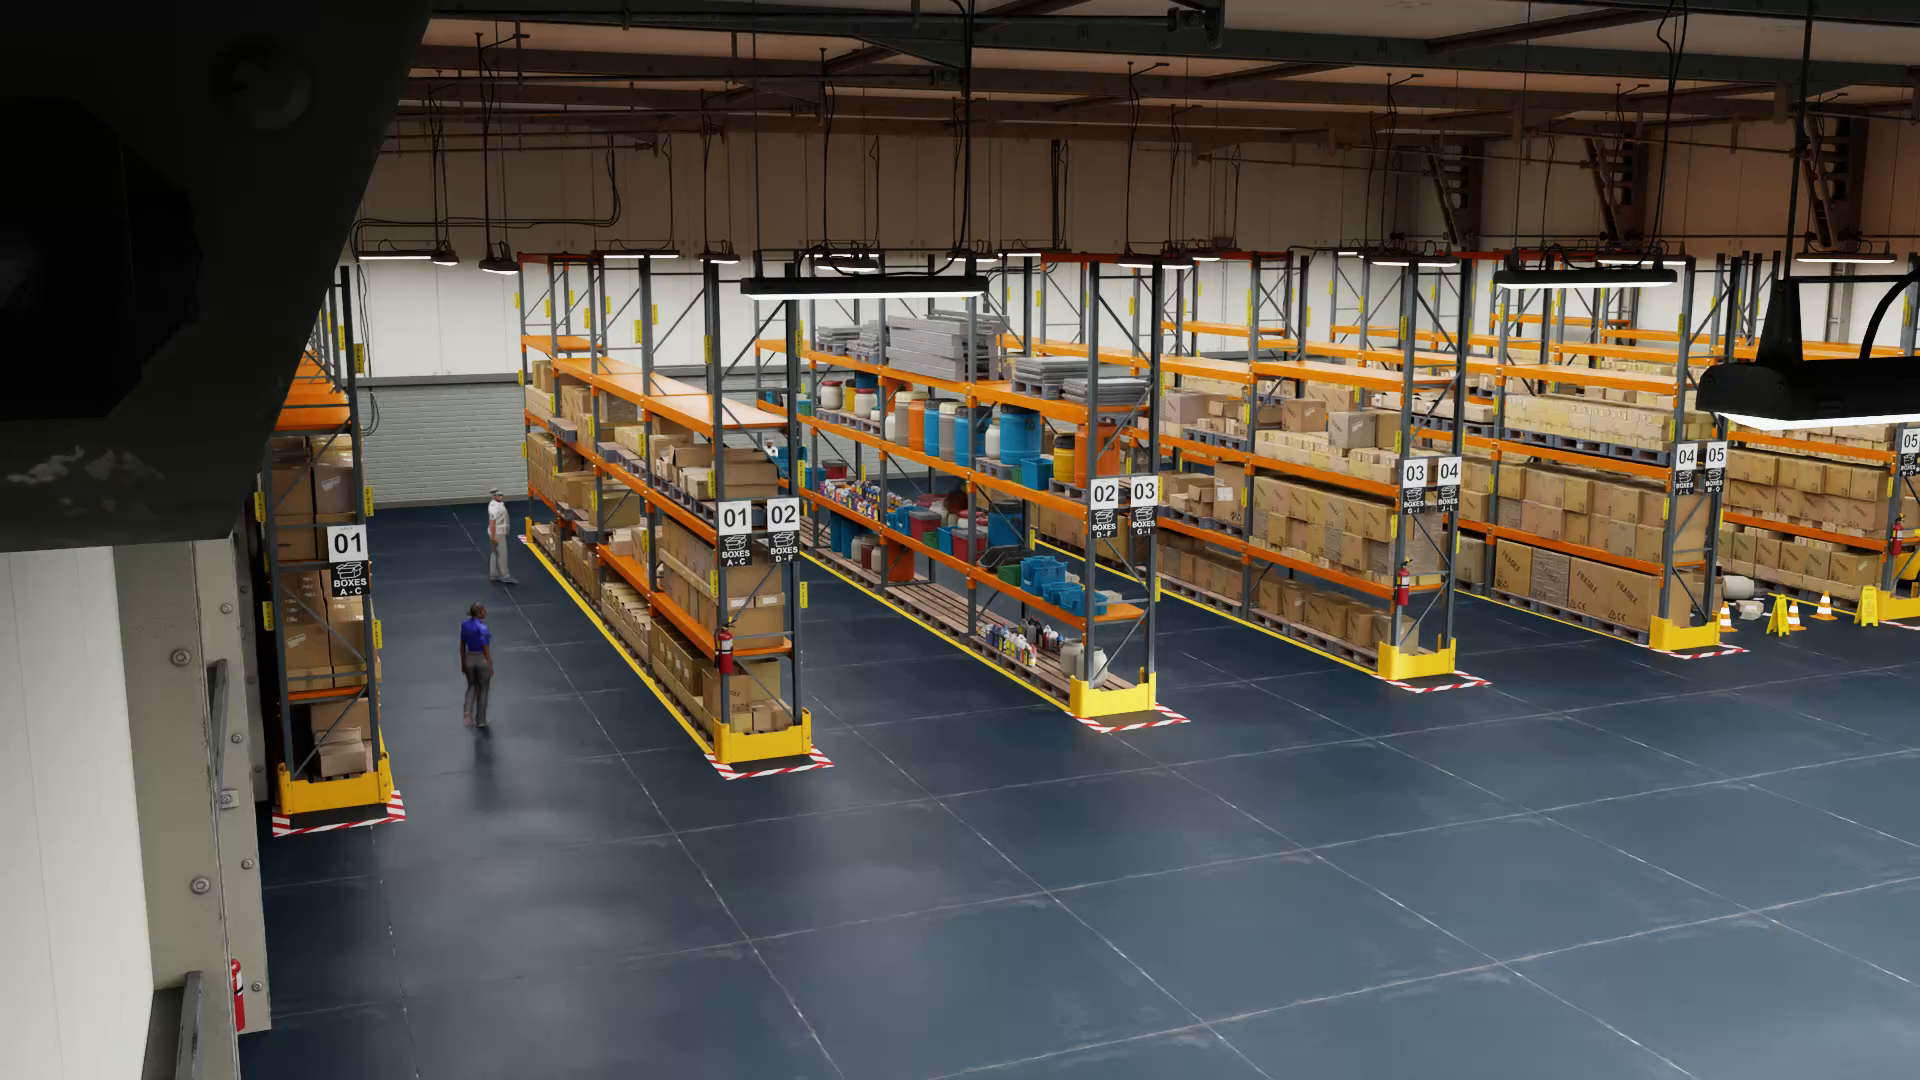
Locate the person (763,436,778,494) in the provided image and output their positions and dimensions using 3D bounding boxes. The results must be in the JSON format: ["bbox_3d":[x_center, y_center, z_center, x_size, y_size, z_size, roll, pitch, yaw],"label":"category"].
[{"bbox_3d":[-4.514,-1.662,39.486,0.521,1.625,0.986,0,10,-2],"label":"person"}]

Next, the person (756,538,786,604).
[{"bbox_3d":[-3.232,0.168,27.583,0.495,1.734,1.034,-5,11,-23],"label":"person"}]

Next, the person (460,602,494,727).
[{"bbox_3d":[-6.271,1.612,21.602,0.454,1.646,0.410,2,11,10],"label":"person"}]

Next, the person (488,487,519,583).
[{"bbox_3d":[-8.450,-0.102,30.717,0.526,1.785,0.552,-2,11,-13],"label":"person"}]
